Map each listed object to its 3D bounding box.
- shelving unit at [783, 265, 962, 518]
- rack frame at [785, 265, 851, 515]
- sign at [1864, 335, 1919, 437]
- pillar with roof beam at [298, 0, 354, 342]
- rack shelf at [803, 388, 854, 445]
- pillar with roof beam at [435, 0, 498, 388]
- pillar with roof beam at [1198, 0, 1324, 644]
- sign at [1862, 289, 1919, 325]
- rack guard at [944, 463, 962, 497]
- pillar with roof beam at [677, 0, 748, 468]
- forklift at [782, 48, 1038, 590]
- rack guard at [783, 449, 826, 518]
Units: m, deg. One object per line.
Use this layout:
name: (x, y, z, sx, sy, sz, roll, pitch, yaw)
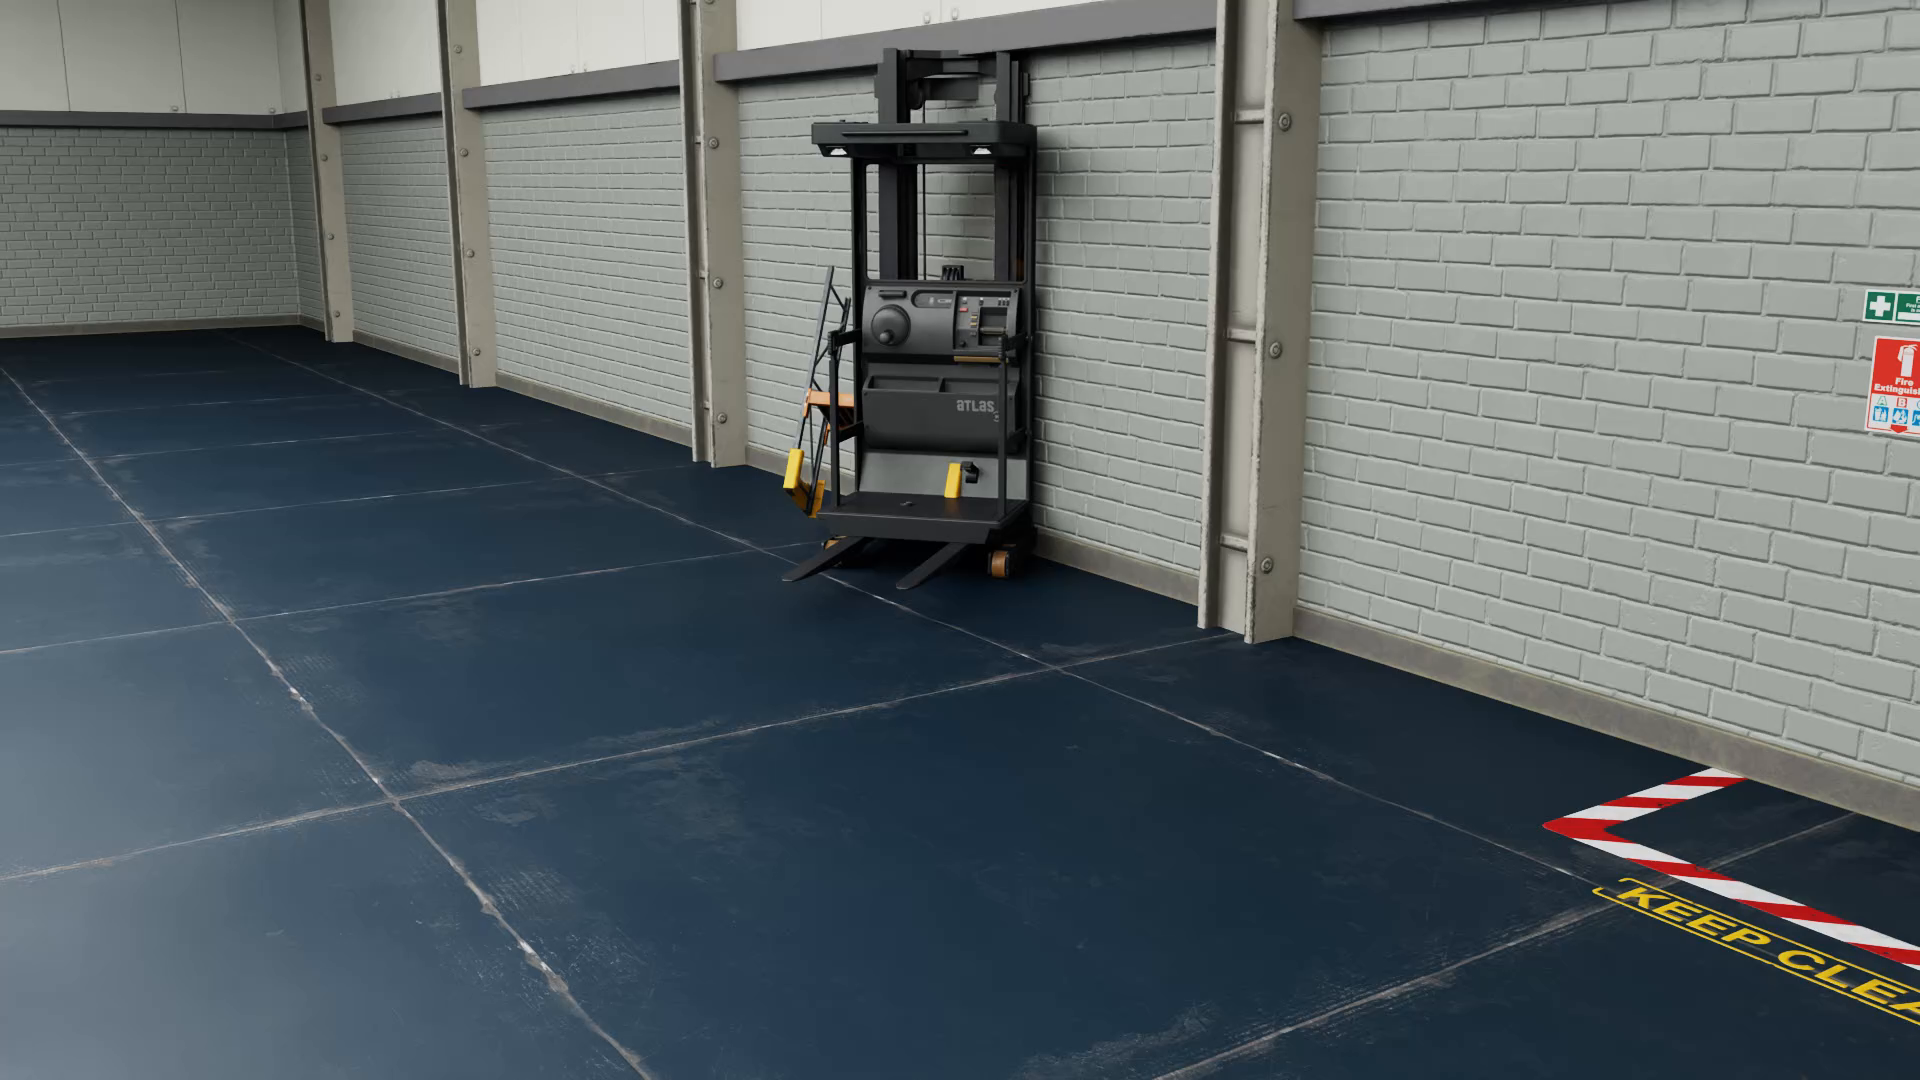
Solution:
shelving unit: (-0.383, -0.894, 10.395, 1.083, 1.500, 0.587, 6, -16, 12)
rack frame: (-0.886, -0.944, 10.505, 0.032, 1.500, 0.500, 6, -16, 12)
sign: (3.196, -0.519, 5.632, 0.001, 0.329, 0.234, -8, 15, -33)
pillar with roof beam: (-12.127, -6.637, 19.647, 9.100, 9.000, 0.400, -8, 15, -33)
rack shelf: (-0.419, -0.723, 10.349, 1.000, 0.185, 0.538, 6, -16, 12)
pillar with roof beam: (-8.802, -5.570, 14.767, 9.100, 9.000, 0.400, -8, 15, -33)
pillar with roof beam: (-2.154, -3.436, 5.008, 9.100, 9.000, 0.400, -8, 15, -33)
sign: (3.192, -0.776, 5.567, 0.001, 0.109, 0.331, -8, 15, -33)
rack guard: (0.006, -0.251, 10.123, 0.087, 0.250, 0.587, 6, -16, 12)
pillar with roof beam: (-5.478, -4.503, 9.888, 9.100, 9.000, 0.400, -8, 15, -33)
forklift: (-0.169, -1.304, 9.462, 1.130, 2.935, 3.031, 3, 13, 15)
rack guard: (-0.963, -0.347, 10.334, 0.087, 0.250, 0.587, 6, -16, 12)
